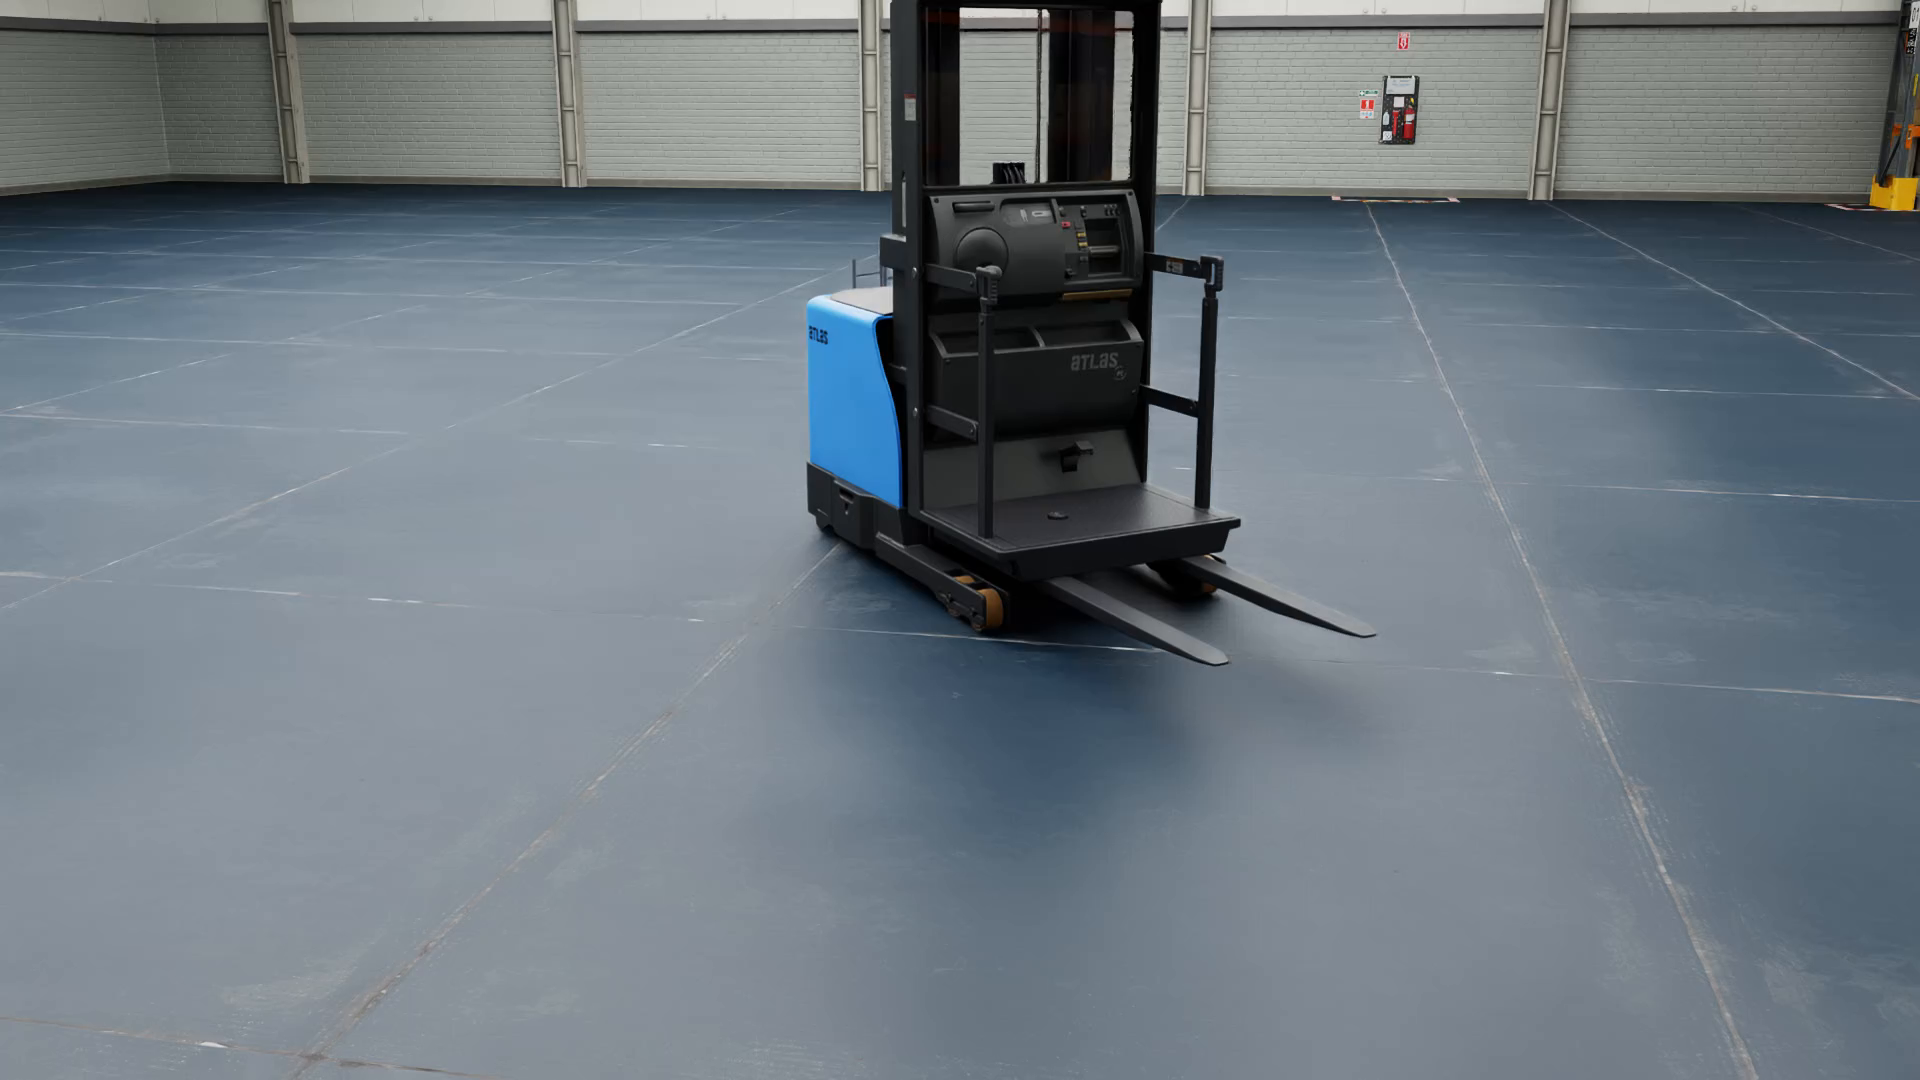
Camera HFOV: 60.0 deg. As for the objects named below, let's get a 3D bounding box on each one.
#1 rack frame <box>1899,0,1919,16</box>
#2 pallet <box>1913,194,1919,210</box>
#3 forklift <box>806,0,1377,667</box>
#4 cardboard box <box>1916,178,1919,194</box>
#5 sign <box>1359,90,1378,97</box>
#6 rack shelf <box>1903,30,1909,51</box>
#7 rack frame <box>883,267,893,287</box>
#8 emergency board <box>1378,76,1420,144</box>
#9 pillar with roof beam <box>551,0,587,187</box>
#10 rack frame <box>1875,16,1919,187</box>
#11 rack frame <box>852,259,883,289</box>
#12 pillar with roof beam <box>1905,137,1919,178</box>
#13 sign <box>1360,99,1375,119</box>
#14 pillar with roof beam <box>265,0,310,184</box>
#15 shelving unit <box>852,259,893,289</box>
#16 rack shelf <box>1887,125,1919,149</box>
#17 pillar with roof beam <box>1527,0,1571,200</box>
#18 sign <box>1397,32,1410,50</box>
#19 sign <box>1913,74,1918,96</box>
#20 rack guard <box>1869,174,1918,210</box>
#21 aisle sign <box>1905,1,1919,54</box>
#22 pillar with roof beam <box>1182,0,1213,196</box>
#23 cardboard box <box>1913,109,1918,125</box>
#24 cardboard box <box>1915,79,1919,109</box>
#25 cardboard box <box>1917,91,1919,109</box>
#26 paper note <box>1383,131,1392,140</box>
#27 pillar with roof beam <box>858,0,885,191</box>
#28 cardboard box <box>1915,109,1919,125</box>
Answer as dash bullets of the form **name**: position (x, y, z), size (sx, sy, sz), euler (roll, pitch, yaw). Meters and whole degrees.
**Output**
- **rack frame**: position (15.140, -9.774, 25.991), size (0.127, 3.000, 1.000), euler (3, 16, 11)
- **pallet**: position (16.004, -5.482, 26.960), size (1.213, 0.211, 1.003), euler (3, 16, 11)
- **forklift**: position (0.412, -1.200, 6.404), size (1.130, 2.935, 3.031), euler (-8, 17, -26)
- **cardboard box**: position (15.801, -5.739, 26.874), size (0.500, 0.311, 0.500), euler (1, 16, 5)
- **sign**: position (7.187, -7.859, 29.256), size (0.331, 0.109, 0.001), euler (3, 16, 11)
- **rack shelf**: position (17.100, -7.875, 26.103), size (4.000, 0.370, 1.077), euler (3, 16, 11)
- **rack frame**: position (-0.288, -0.748, 8.013), size (0.006, 1.200, 0.240), euler (10, 18, 32)
- **emergency board**: position (7.705, -7.532, 29.137), size (0.643, 1.169, 0.194), euler (3, 16, 11)
- **pillar with roof beam**: position (-8.378, -10.114, 27.216), size (0.400, 9.000, 9.100), euler (3, 16, 11)
- **rack frame**: position (15.140, -6.883, 26.791), size (0.127, 3.000, 1.000), euler (3, 16, 11)
- **rack frame**: position (-0.440, -0.774, 8.111), size (0.006, 1.200, 0.240), euler (10, 18, 32)
- **pillar with roof beam**: position (15.141, -8.837, 22.607), size (0.400, 9.000, 9.100), euler (3, 16, 11)
- **sign**: position (7.184, -7.606, 29.336), size (0.234, 0.329, 0.001), euler (3, 16, 11)
- **pillar with roof beam**: position (-14.257, -10.433, 28.369), size (0.400, 9.000, 9.100), euler (3, 16, 11)
- **shelving unit**: position (-0.364, -0.761, 8.062), size (0.189, 1.200, 0.258), euler (10, 18, 32)
- **rack shelf**: position (17.100, -6.430, 26.503), size (4.000, 0.370, 1.077), euler (3, 16, 11)
- **pillar with roof beam**: position (9.261, -9.156, 23.760), size (0.400, 9.000, 9.100), euler (3, 16, 11)
- **sign**: position (7.717, -8.676, 28.923), size (0.199, 0.298, 0.001), euler (3, 16, 11)
- **sign**: position (15.033, -7.158, 26.163), size (0.005, 0.325, 0.100), euler (3, 16, 11)
- **rack guard**: position (15.215, -5.674, 27.110), size (0.348, 0.500, 1.175), euler (3, 16, 11)
- **aisle sign**: position (15.010, -8.061, 26.175), size (0.004, 0.787, 0.394), euler (3, 16, 11)
- **pillar with roof beam**: position (3.382, -9.475, 24.912), size (0.400, 9.000, 9.100), euler (3, 16, 11)
- **cardboard box**: position (15.637, -6.846, 26.902), size (0.500, 0.250, 0.500), euler (3, 16, 12)
- **cardboard box**: position (15.645, -7.212, 26.819), size (0.500, 0.500, 0.500), euler (3, 16, 10)
- **cardboard box**: position (15.548, -7.078, 26.333), size (0.500, 0.500, 0.500), euler (3, 16, 11)
- **paper note**: position (7.545, -7.135, 29.353), size (0.142, 0.148, 0.016), euler (3, 16, 11)
- **pillar with roof beam**: position (-2.498, -9.794, 26.064), size (0.400, 9.000, 9.100), euler (3, 16, 11)
- **cardboard box**: position (15.555, -6.711, 26.415), size (0.500, 0.250, 0.500), euler (3, 16, 9)
